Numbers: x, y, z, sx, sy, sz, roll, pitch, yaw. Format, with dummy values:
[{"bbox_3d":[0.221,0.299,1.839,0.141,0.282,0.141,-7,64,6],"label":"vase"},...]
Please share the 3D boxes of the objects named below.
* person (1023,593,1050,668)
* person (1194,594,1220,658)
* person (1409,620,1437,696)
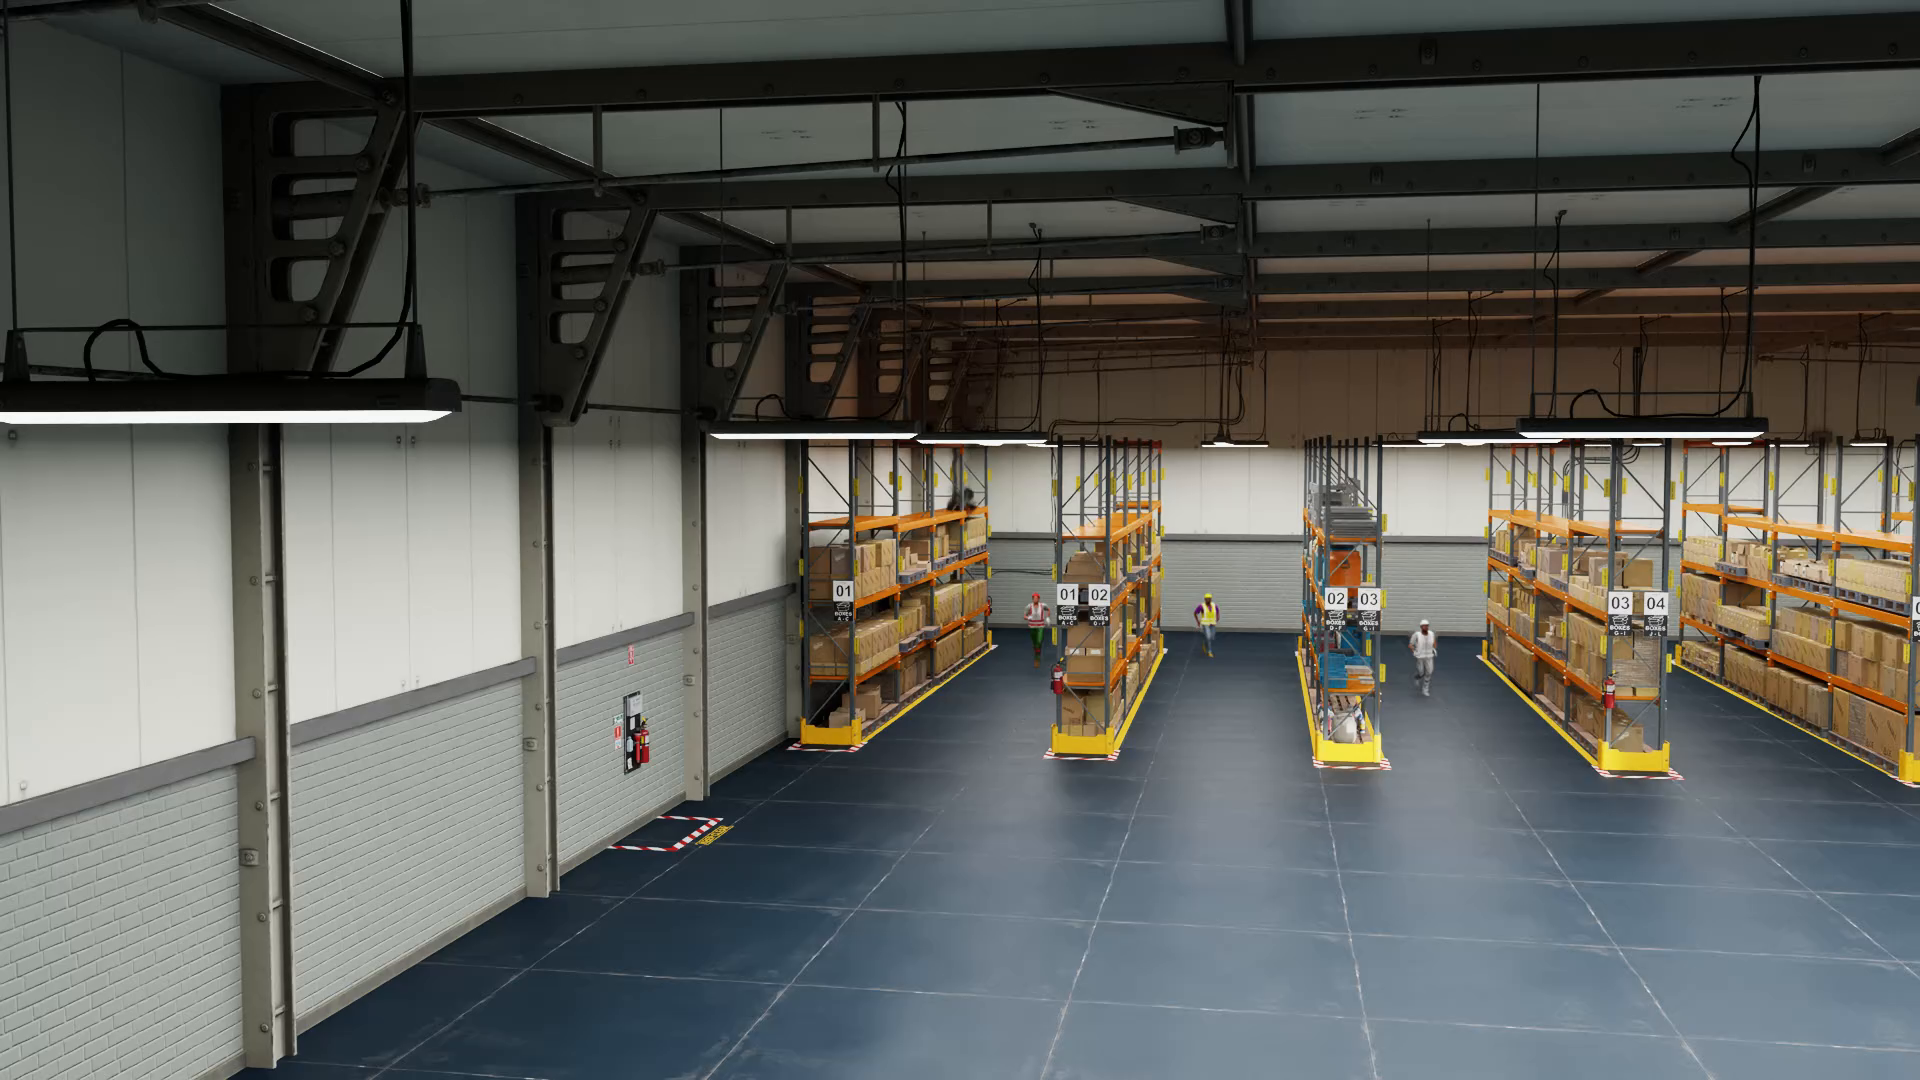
[{"bbox_3d":[1.959,2.294,42.546,0.680,1.893,0.814,0,3,6],"label":"person"},{"bbox_3d":[6.899,2.368,46.272,0.737,1.760,0.749,-1,3,-16],"label":"person"},{"bbox_3d":[10.885,2.754,39.029,0.688,1.767,0.756,0,3,-2],"label":"person"}]
